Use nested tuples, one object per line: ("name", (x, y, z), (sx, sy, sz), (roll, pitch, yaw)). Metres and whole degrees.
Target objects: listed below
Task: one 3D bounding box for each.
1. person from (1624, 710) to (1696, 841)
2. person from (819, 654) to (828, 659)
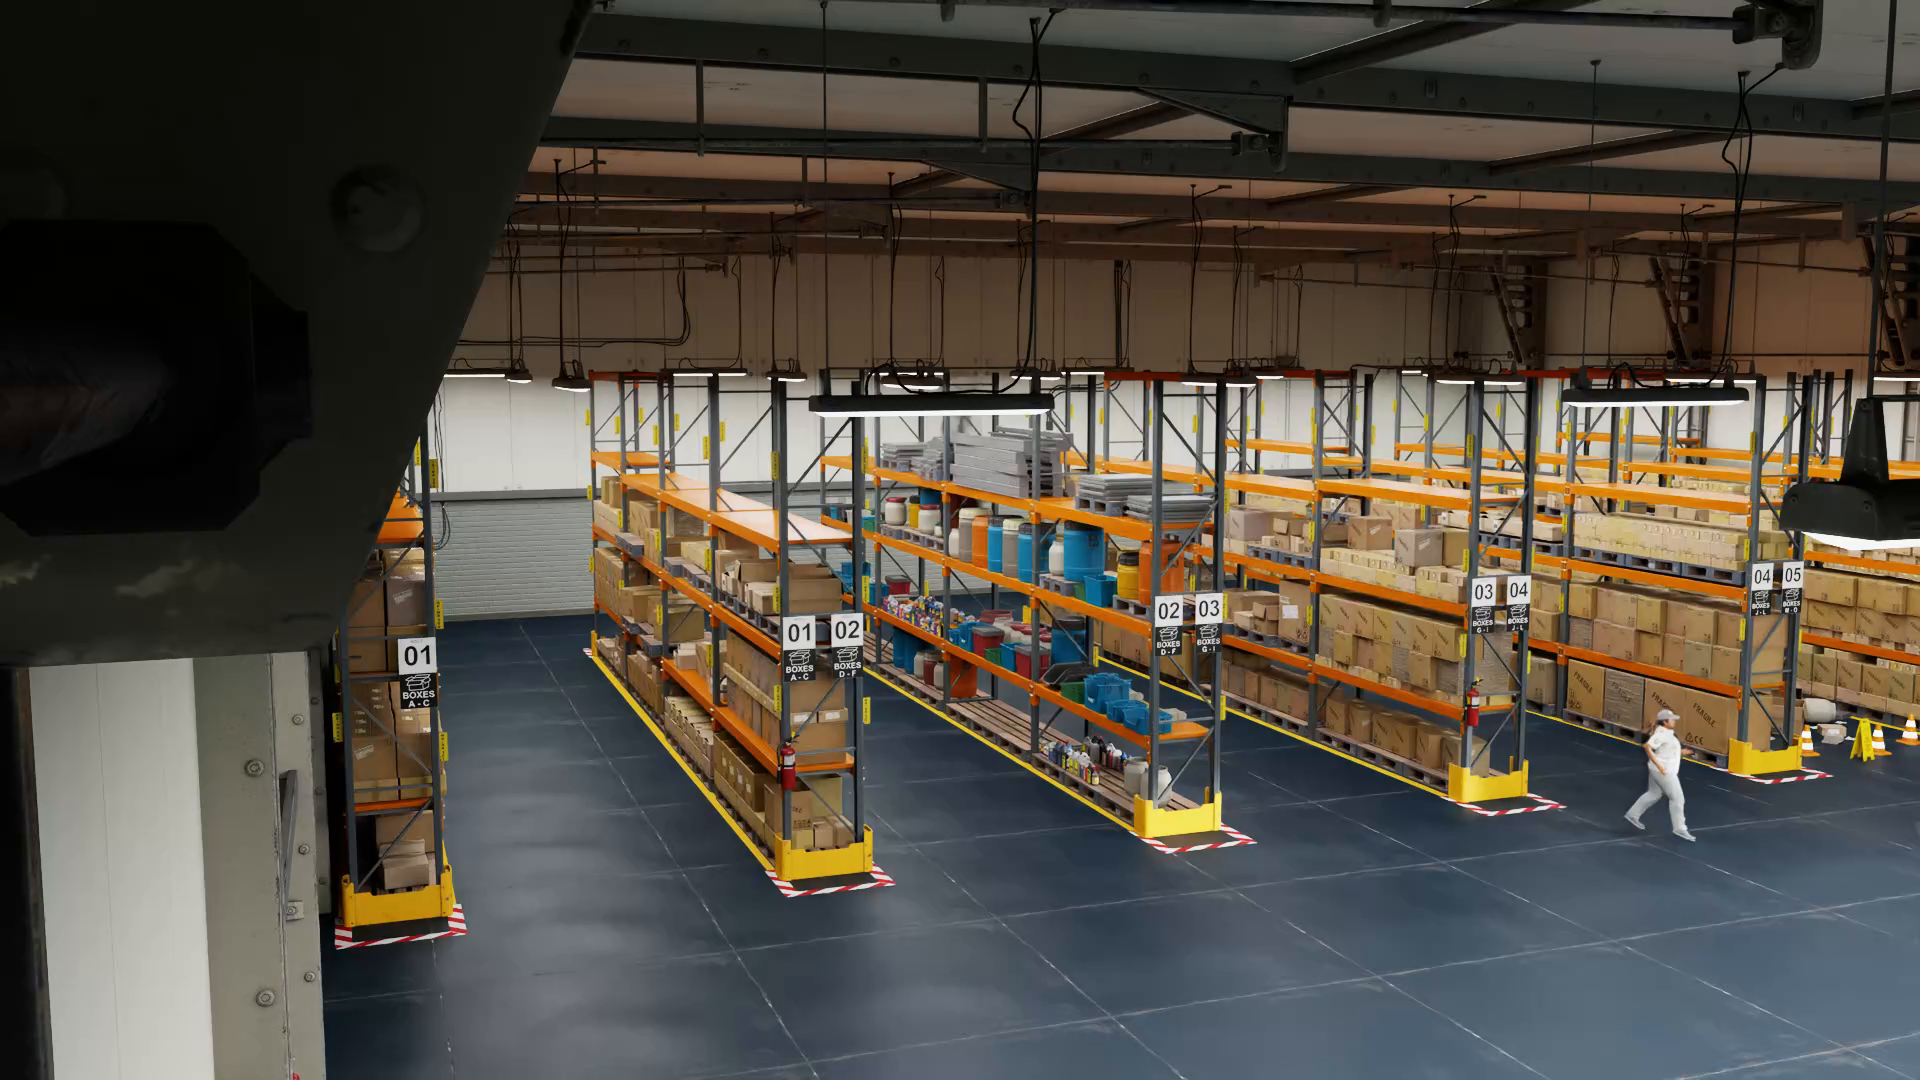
("person", (9.214, 3.060, 21.818), (0.875, 1.694, 0.598), (2, 7, 18))
("person", (-2.582, 2.181, 29.451), (0.640, 1.736, 0.596), (-3, 7, -23))
